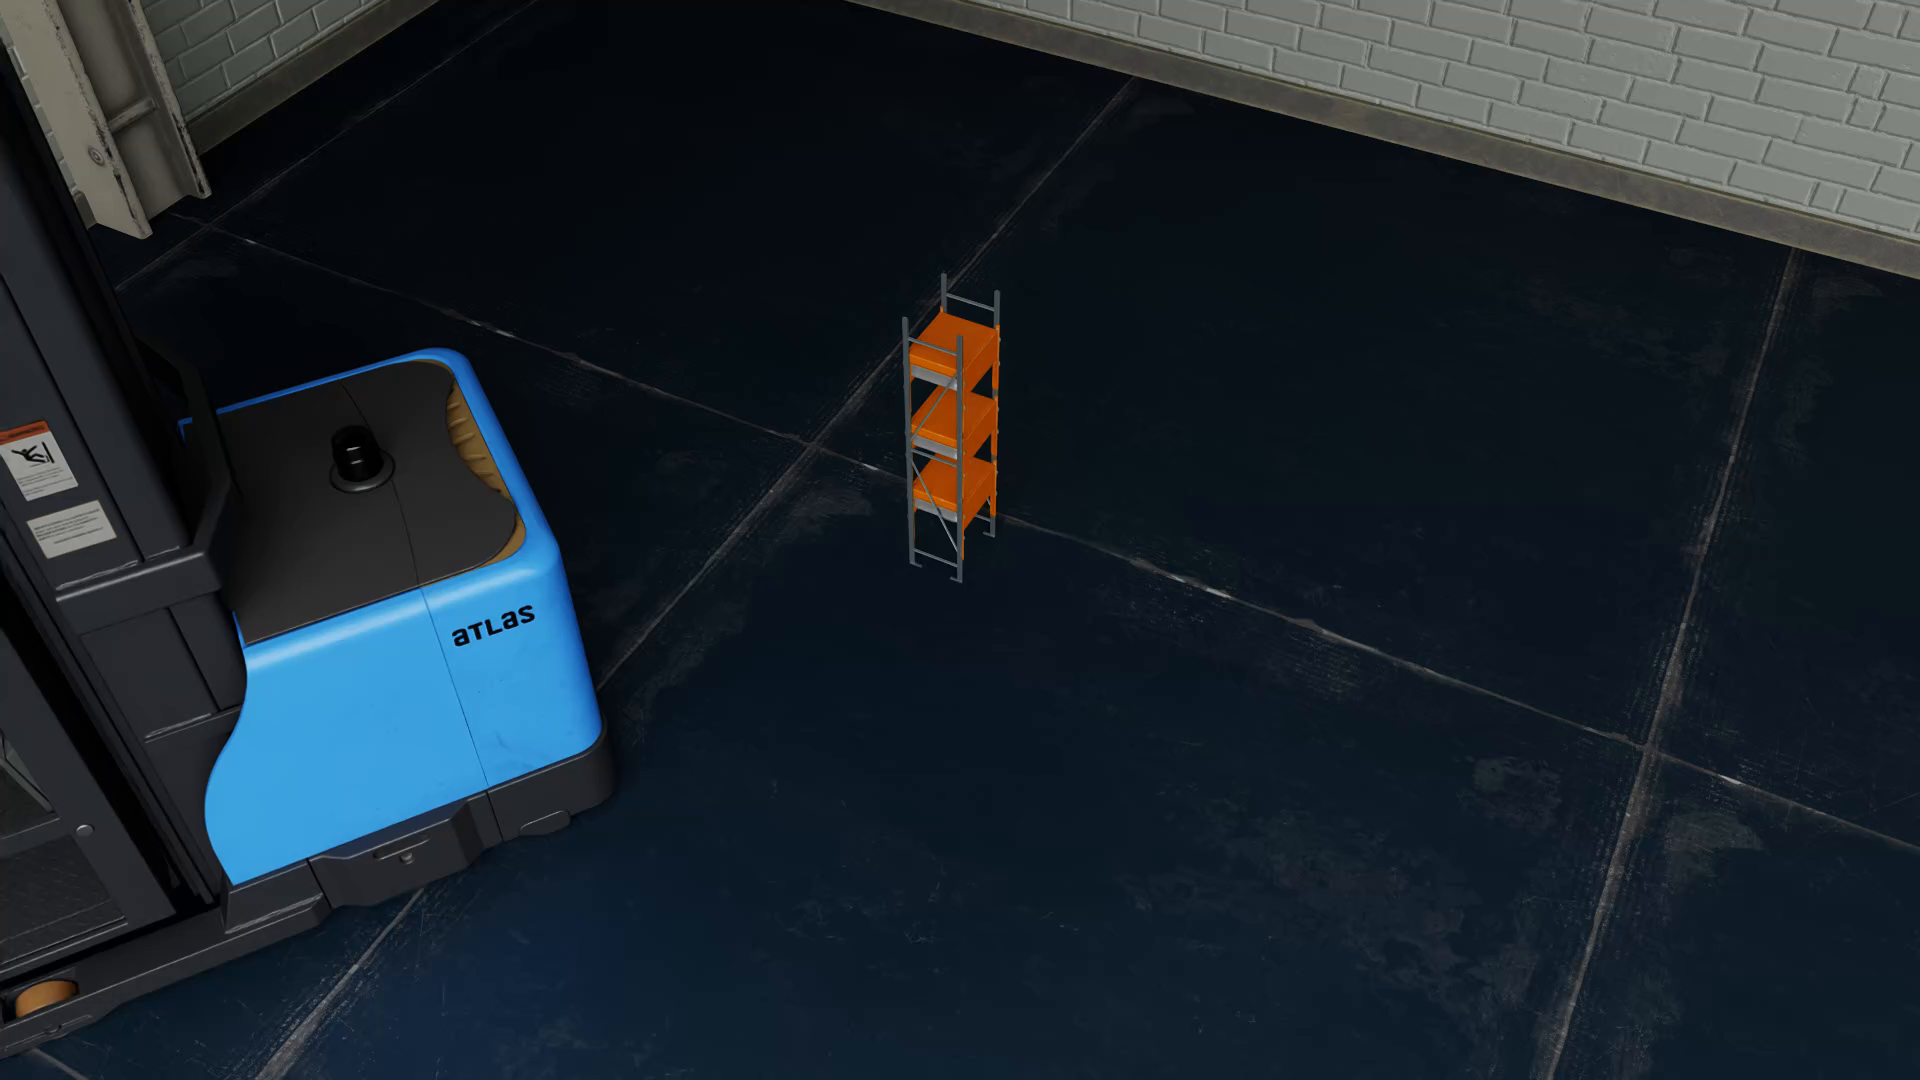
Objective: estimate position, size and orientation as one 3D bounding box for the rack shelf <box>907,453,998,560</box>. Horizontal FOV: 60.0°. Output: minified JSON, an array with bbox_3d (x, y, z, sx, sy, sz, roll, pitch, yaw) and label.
[{"bbox_3d":[-0.025,-0.133,5.548,0.215,0.259,0.240,20,49,19],"label":"rack shelf"}]

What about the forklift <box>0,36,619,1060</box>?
[{"bbox_3d":[-2.563,-0.070,3.758,3.031,2.935,1.130,-20,49,-19],"label":"forklift"}]

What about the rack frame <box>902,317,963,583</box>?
[{"bbox_3d":[-0.081,-0.258,5.267,0.200,1.050,0.008,20,49,19],"label":"rack frame"}]

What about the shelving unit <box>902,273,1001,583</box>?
[{"bbox_3d":[-0.025,-0.335,5.343,0.215,1.050,0.252,20,49,19],"label":"shelving unit"}]

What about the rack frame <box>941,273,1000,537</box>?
[{"bbox_3d":[0.032,-0.412,5.419,0.200,1.050,0.008,20,49,19],"label":"rack frame"}]

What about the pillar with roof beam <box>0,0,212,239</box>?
[{"bbox_3d":[0.331,-3.182,2.568,9.100,9.000,0.400,20,49,19],"label":"pillar with roof beam"}]

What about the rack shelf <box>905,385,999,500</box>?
[{"bbox_3d":[-0.025,-0.328,5.351,0.215,0.259,0.240,20,49,19],"label":"rack shelf"}]

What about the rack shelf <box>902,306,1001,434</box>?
[{"bbox_3d":[-0.025,-0.527,5.149,0.215,0.259,0.240,20,49,19],"label":"rack shelf"}]
